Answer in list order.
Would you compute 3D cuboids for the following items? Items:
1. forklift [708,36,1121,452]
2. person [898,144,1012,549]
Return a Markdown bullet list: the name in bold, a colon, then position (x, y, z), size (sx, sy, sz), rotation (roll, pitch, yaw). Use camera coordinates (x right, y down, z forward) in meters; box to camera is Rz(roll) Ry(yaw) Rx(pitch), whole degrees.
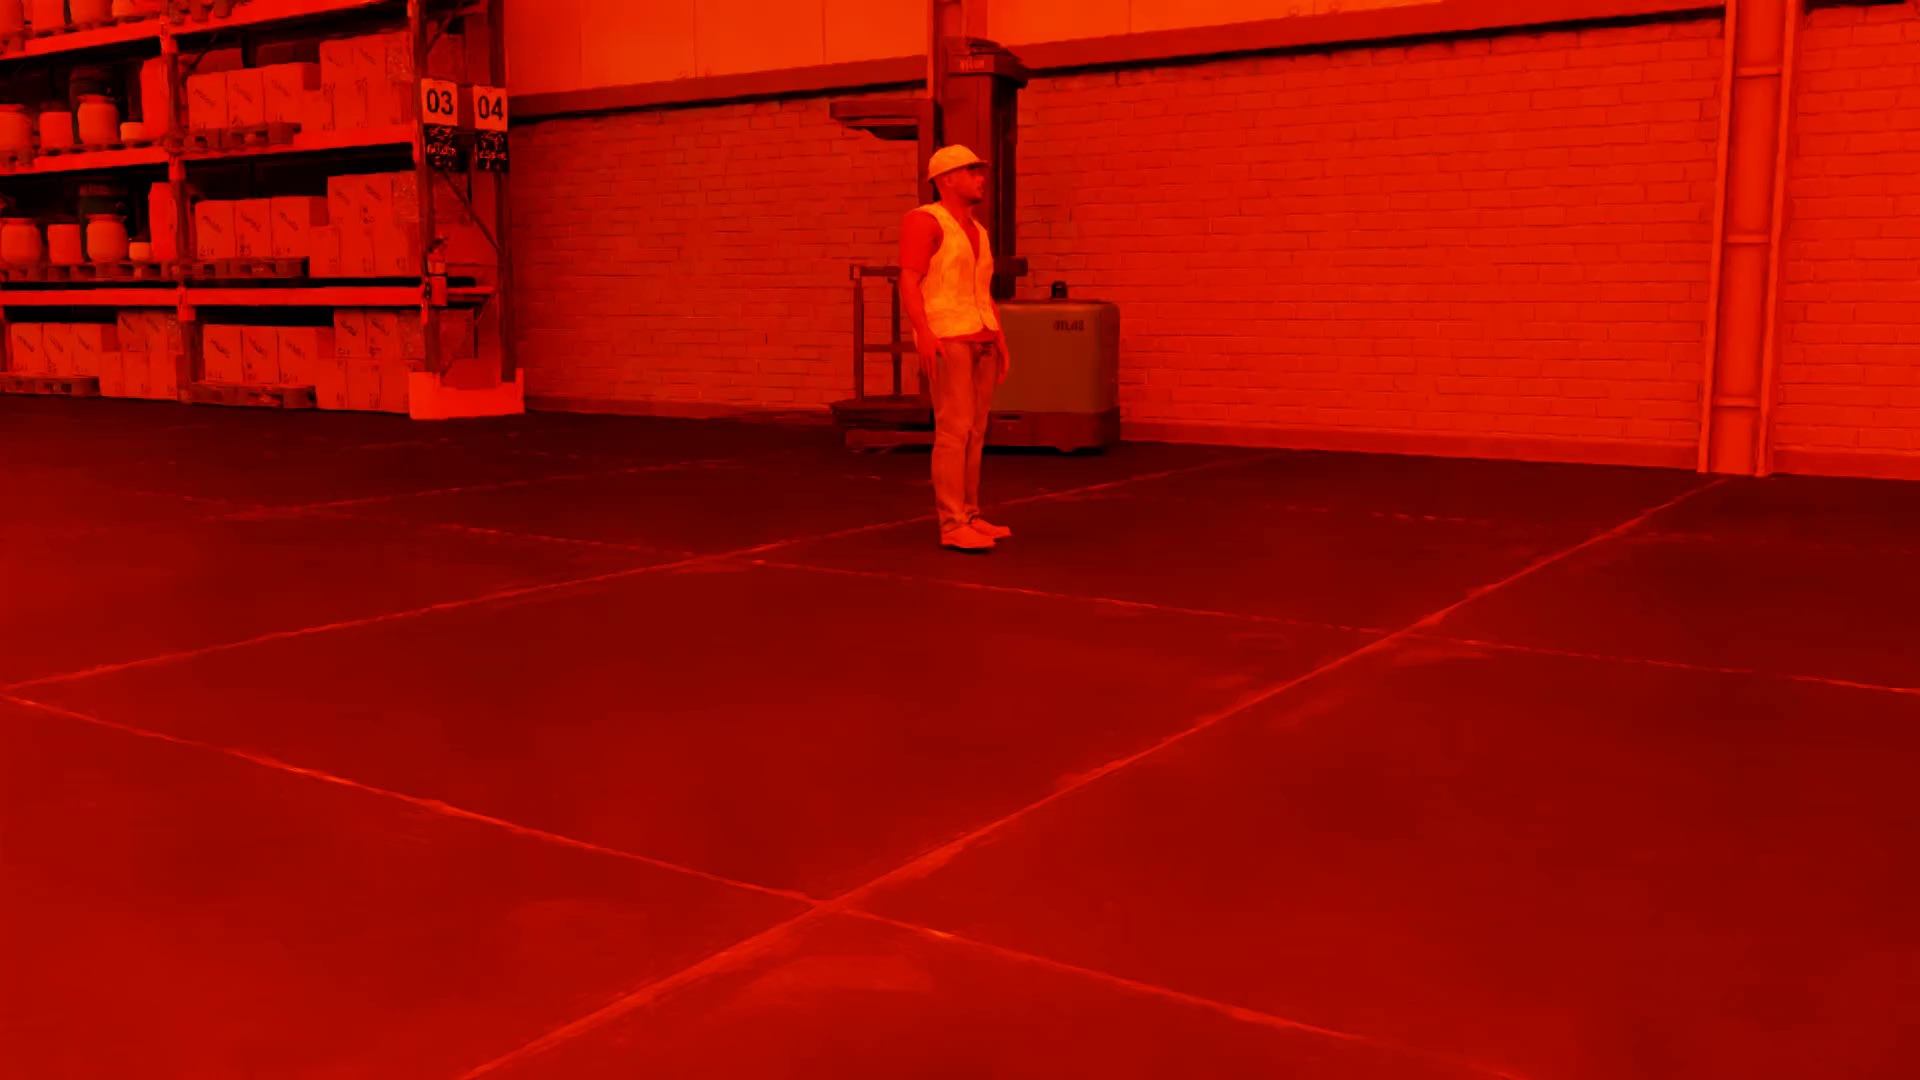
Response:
- **forklift**: position (-0.359, -2.158, 12.366), size (3.031, 2.935, 1.130), rotation (2, 8, 14)
- **person**: position (0.055, -0.875, 7.435), size (0.576, 1.766, 0.665), rotation (5, 10, 34)
